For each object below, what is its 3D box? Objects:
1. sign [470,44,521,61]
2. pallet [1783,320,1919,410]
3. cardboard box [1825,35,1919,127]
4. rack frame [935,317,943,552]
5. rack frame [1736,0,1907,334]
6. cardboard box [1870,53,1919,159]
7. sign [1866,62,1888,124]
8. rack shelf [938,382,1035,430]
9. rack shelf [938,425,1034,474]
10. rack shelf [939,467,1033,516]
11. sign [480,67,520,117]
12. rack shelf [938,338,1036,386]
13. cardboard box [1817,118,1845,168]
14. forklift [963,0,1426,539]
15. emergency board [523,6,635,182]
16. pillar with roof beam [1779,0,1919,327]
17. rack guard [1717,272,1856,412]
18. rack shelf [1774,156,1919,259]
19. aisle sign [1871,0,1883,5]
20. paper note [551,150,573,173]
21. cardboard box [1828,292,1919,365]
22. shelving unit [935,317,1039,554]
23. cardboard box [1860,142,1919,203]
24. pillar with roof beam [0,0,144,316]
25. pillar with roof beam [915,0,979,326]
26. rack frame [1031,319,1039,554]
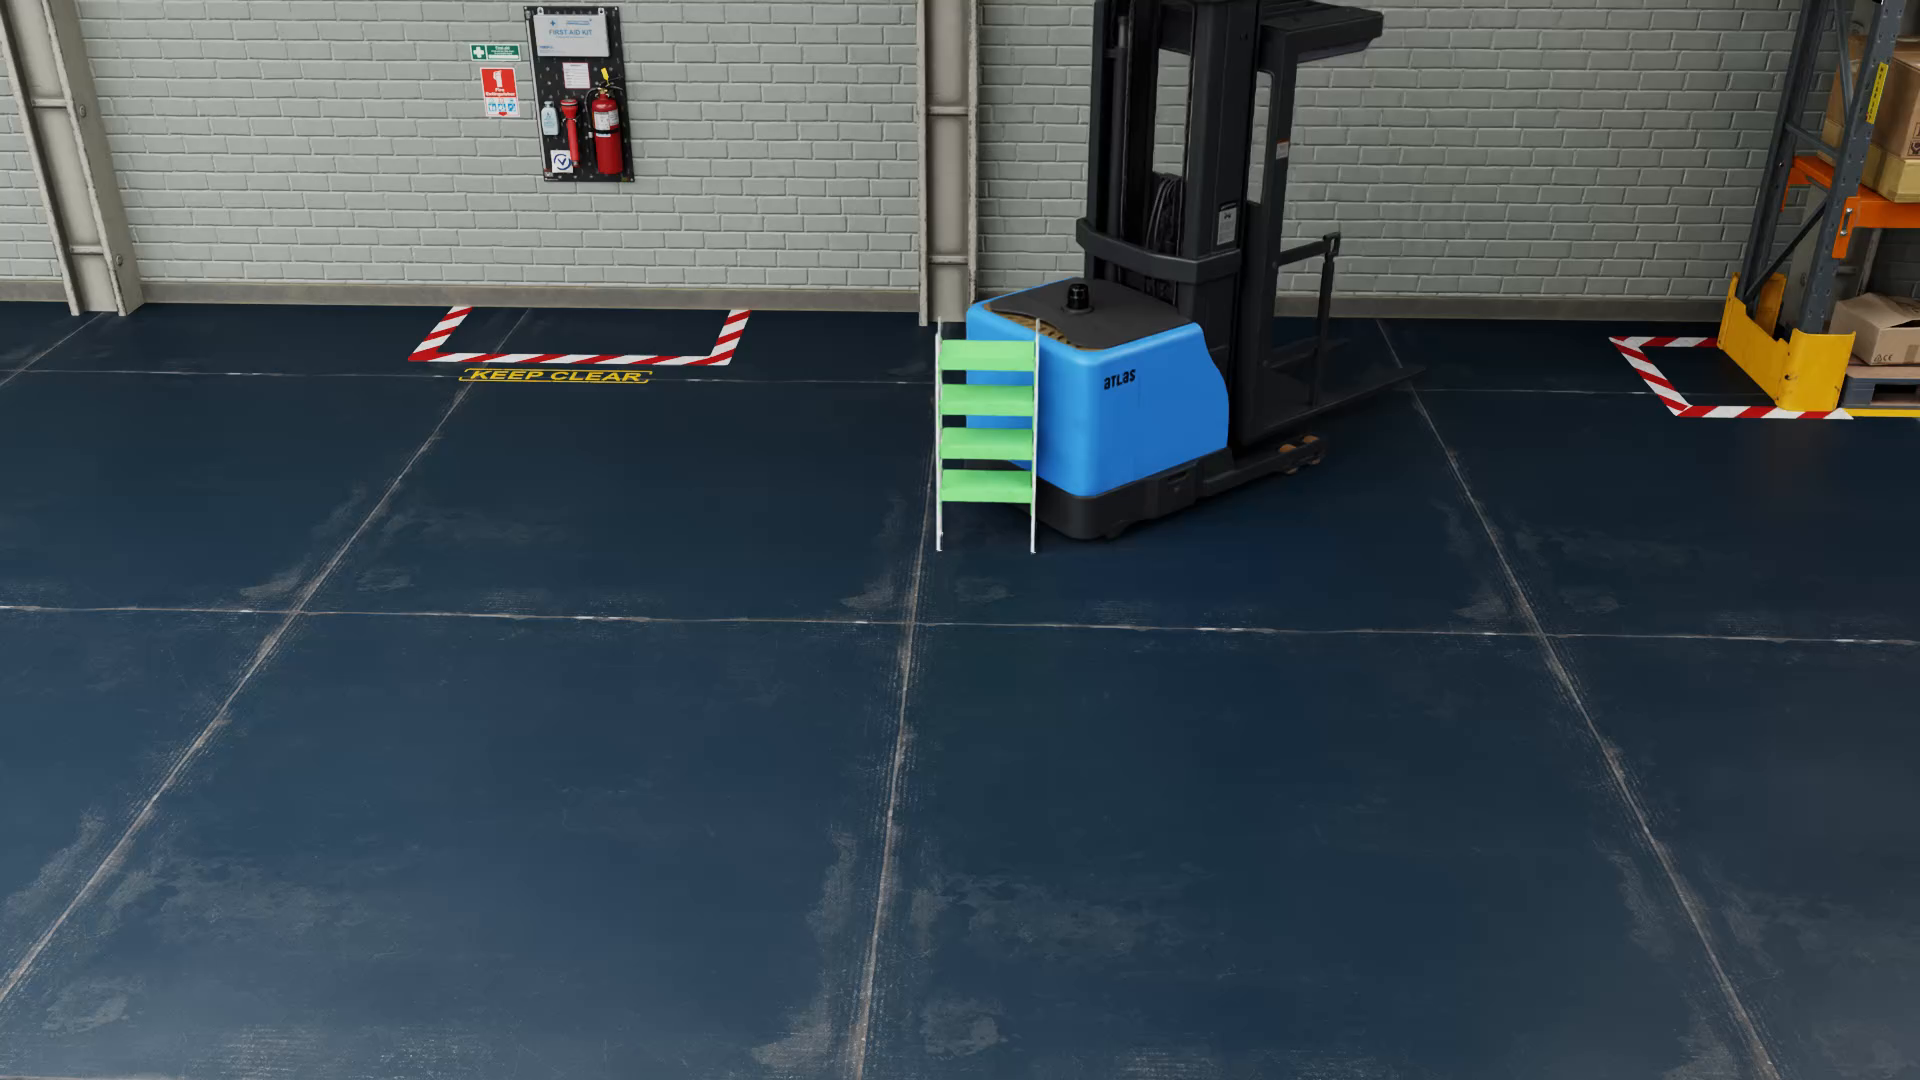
[{"bbox_3d":[-3.093,-3.245,11.065,0.331,0.109,0.001,1,28,2],"label":"sign"},{"bbox_3d":[6.073,-1.128,10.652,1.213,0.211,1.003,1,28,2],"label":"pallet"},{"bbox_3d":[5.665,-2.756,10.085,0.500,0.500,0.500,1,28,1],"label":"cardboard box"},{"bbox_3d":[-0.106,-0.524,8.458,0.015,1.200,0.240,1,28,2],"label":"rack frame"},{"bbox_3d":[5.187,-2.391,10.058,0.127,3.000,1.000,1,28,2],"label":"rack frame"},{"bbox_3d":[5.653,-2.516,9.632,0.500,0.500,0.500,1,28,2],"label":"cardboard box"},{"bbox_3d":[5.168,-2.519,9.376,0.005,0.325,0.100,1,28,2],"label":"sign"},{"bbox_3d":[0.137,-0.674,8.365,0.480,0.148,0.258,1,28,2],"label":"rack shelf"},{"bbox_3d":[0.137,-0.462,8.478,0.480,0.148,0.258,1,28,2],"label":"rack shelf"},{"bbox_3d":[0.137,-0.250,8.590,0.480,0.148,0.258,1,28,2],"label":"rack shelf"},{"bbox_3d":[-3.097,-3.015,11.197,0.234,0.329,0.001,1,28,2],"label":"sign"},{"bbox_3d":[0.137,-0.886,8.253,0.480,0.148,0.258,1,28,2],"label":"rack shelf"},{"bbox_3d":[5.661,-2.416,10.245,0.500,0.250,0.500,1,28,3],"label":"cardboard box"},{"bbox_3d":[1.490,-1.845,9.101,3.031,2.935,1.130,-20,34,-33],"label":"forklift"},{"bbox_3d":[-2.548,-2.942,11.097,0.643,1.169,0.194,1,28,2],"label":"emergency board"},{"bbox_3d":[5.765,-3.420,5.593,0.400,9.000,9.100,1,28,2],"label":"pillar with roof beam"},{"bbox_3d":[5.263,-1.285,10.641,0.348,0.500,1.175,1,28,2],"label":"rack guard"},{"bbox_3d":[7.185,-2.040,10.164,4.000,0.370,1.077,1,28,2],"label":"rack shelf"},{"bbox_3d":[5.104,-3.400,9.186,0.004,0.787,0.394,1,28,2],"label":"aisle sign"},{"bbox_3d":[-2.722,-2.588,11.370,0.142,0.148,0.016,1,28,2],"label":"paper note"},{"bbox_3d":[5.875,-1.344,10.483,0.500,0.311,0.500,-2,28,-4],"label":"cardboard box"},{"bbox_3d":[0.137,-0.519,8.448,0.503,1.200,0.258,1,28,2],"label":"shelving unit"},{"bbox_3d":[5.663,-2.177,9.792,0.500,0.250,0.500,0,28,0],"label":"cardboard box"},{"bbox_3d":[-6.228,-3.618,5.967,0.400,9.000,9.100,1,28,2],"label":"pillar with roof beam"},{"bbox_3d":[-0.231,-3.519,5.780,0.400,9.000,9.100,1,28,2],"label":"pillar with roof beam"},{"bbox_3d":[0.381,-0.513,8.437,0.015,1.200,0.240,1,28,2],"label":"rack frame"}]
